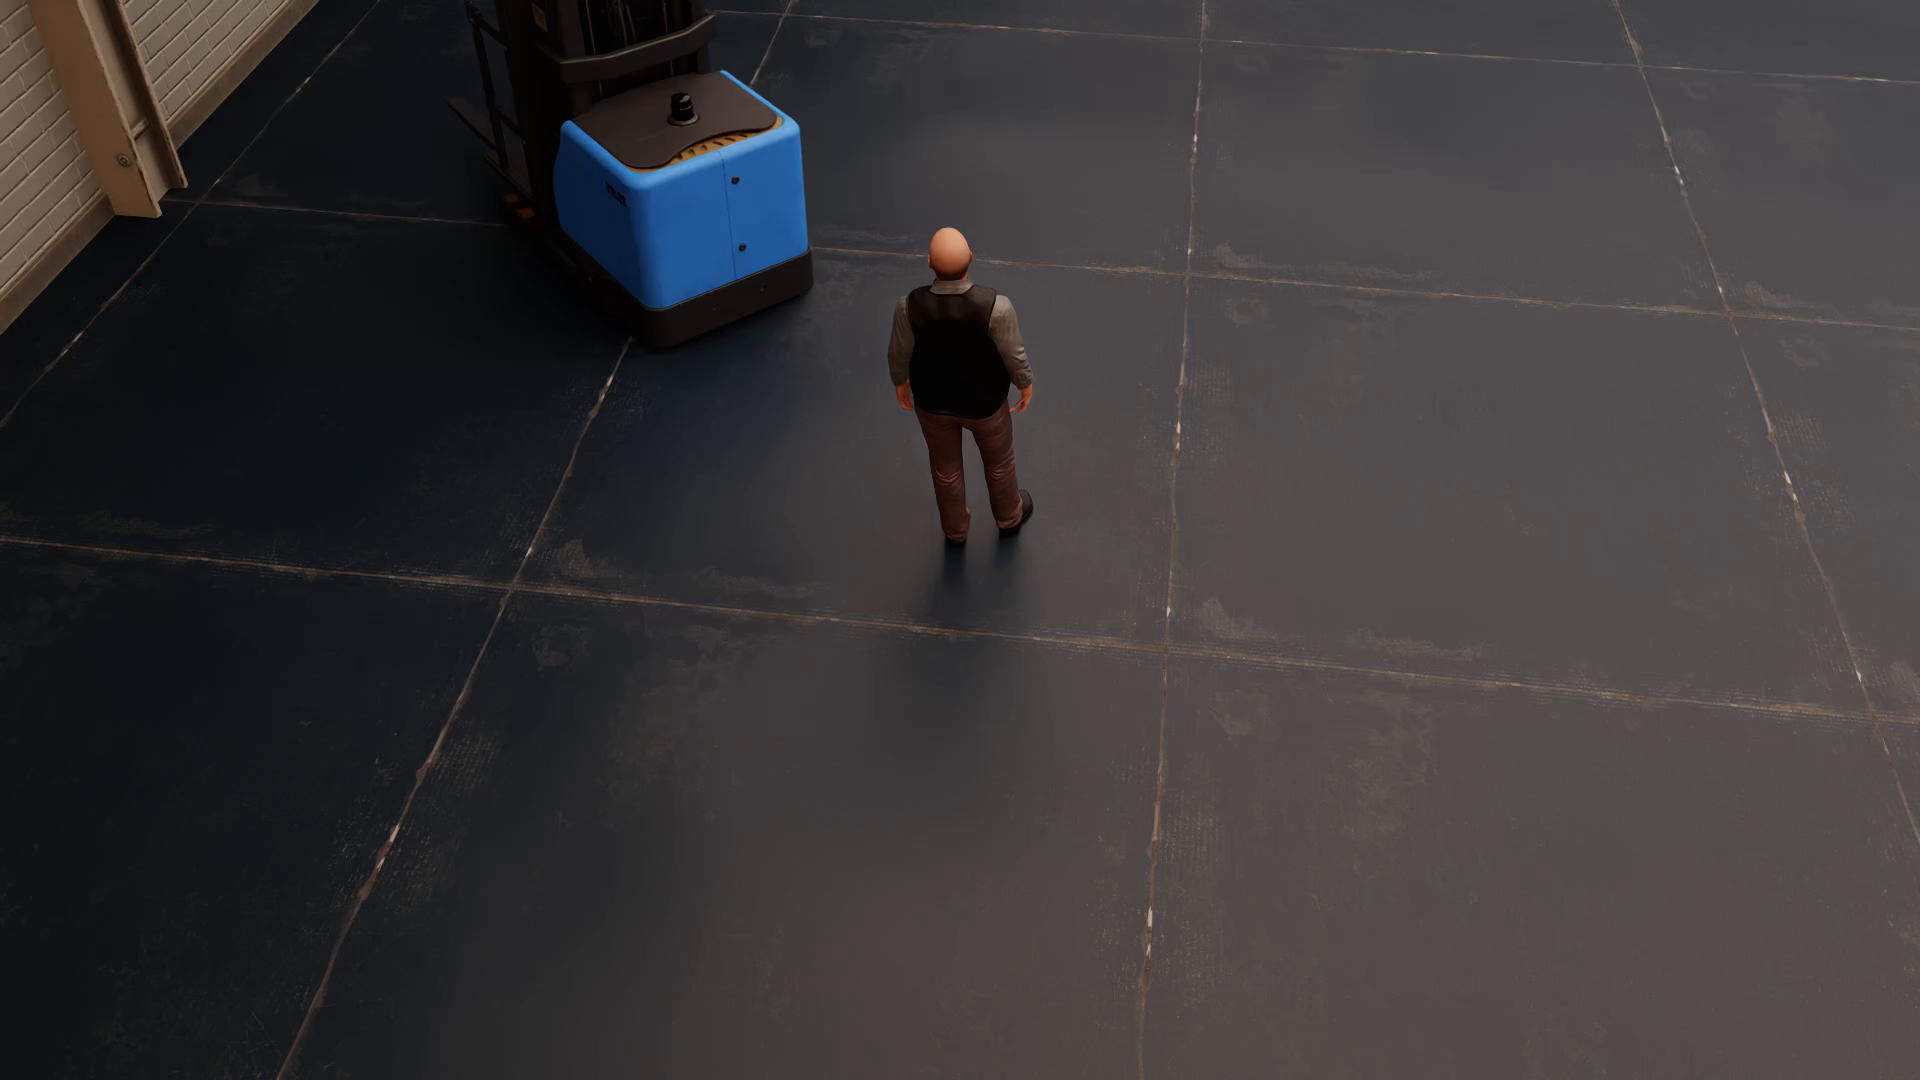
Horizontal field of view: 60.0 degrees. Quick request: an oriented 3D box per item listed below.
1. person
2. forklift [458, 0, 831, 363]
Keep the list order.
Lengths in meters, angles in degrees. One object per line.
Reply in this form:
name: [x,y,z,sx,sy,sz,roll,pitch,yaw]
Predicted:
person: [0.016,-0.680,7.348,0.632,1.720,0.568,5,43,6]
forklift: [-2.005,-2.965,8.952,1.130,2.935,3.031,-27,49,-26]
